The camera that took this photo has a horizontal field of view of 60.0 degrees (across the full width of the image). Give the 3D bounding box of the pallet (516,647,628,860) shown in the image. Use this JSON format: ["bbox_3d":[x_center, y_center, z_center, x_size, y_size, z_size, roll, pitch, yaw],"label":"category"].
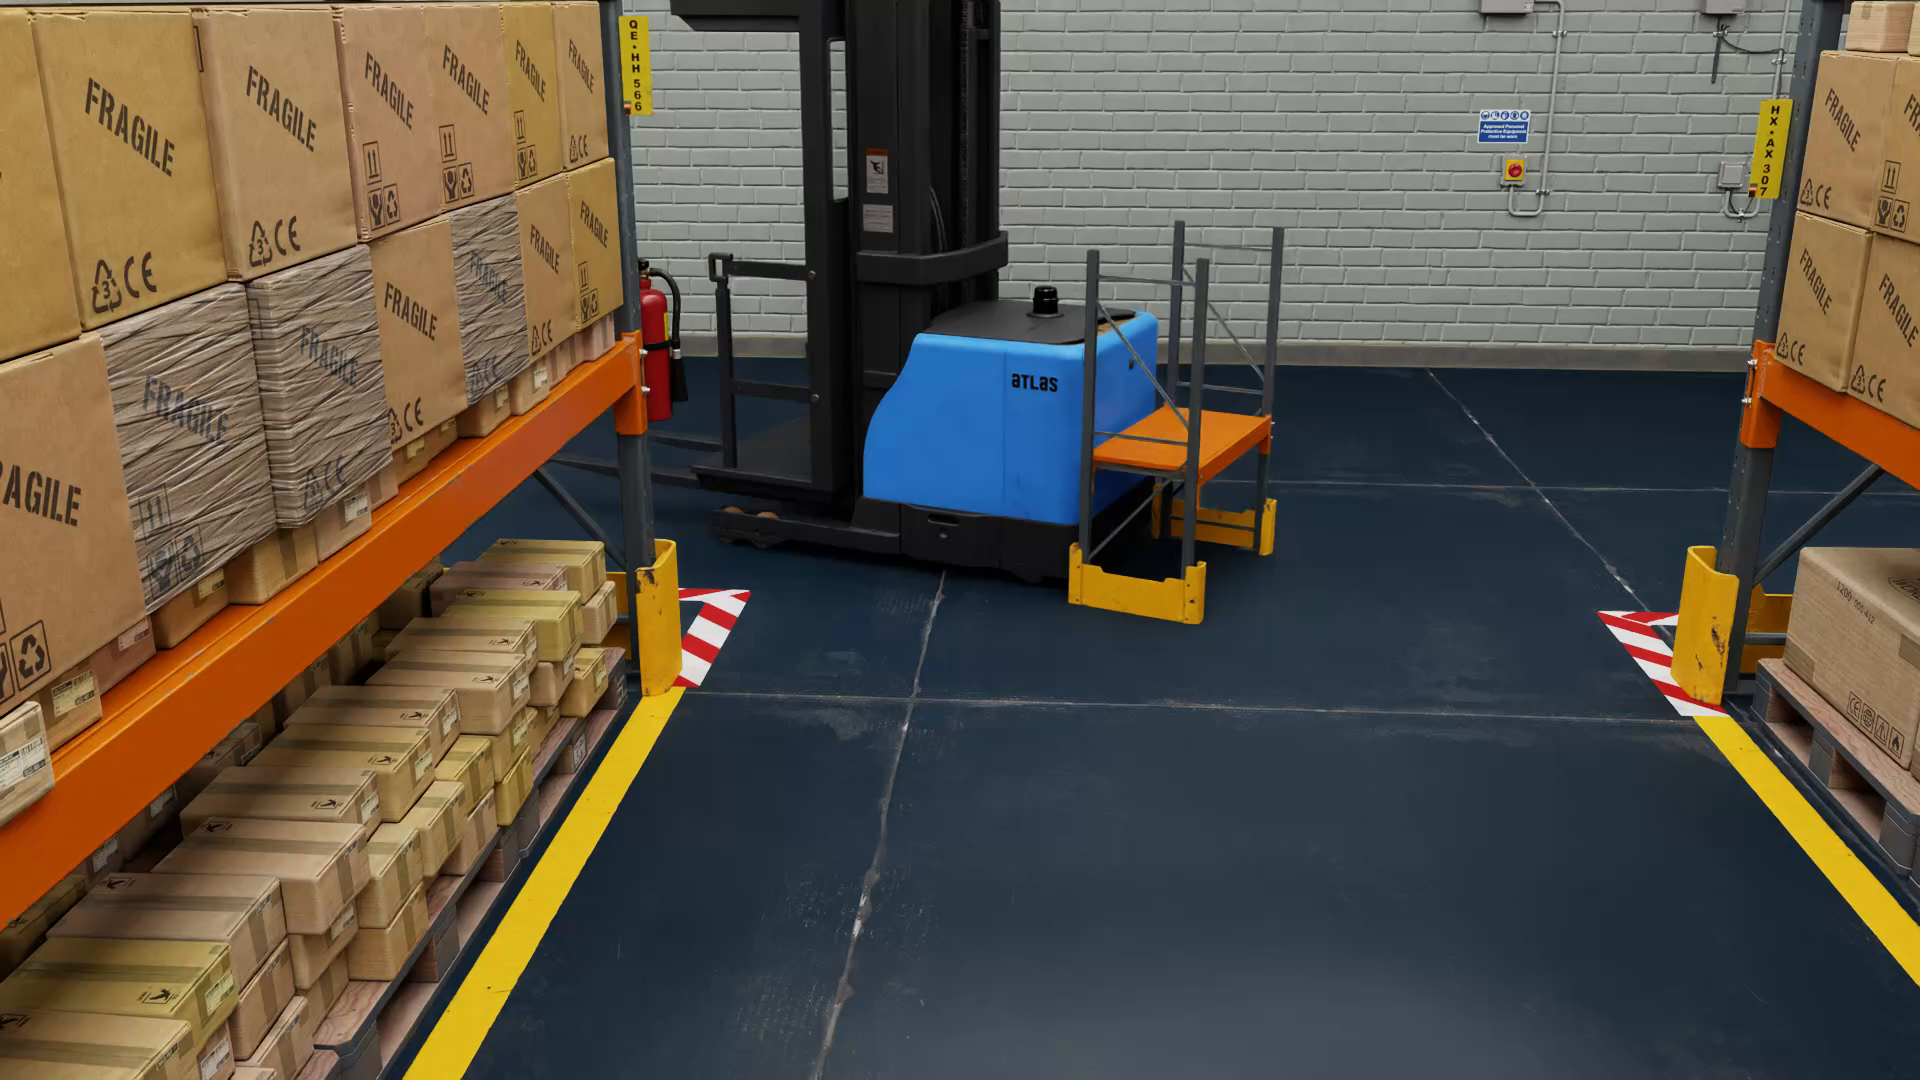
[{"bbox_3d":[-1.756,0.665,5.553,1.003,0.211,1.213,1,18,4],"label":"pallet"}]

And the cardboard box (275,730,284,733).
[{"bbox_3d":[-2.006,0.560,4.824,0.380,0.149,0.250,0,18,1],"label":"cardboard box"}]

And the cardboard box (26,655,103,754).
[{"bbox_3d":[-1.652,0.264,2.703,0.380,0.149,0.250,2,18,6],"label":"cardboard box"}]

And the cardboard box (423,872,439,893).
[{"bbox_3d":[-1.602,0.870,4.356,0.380,0.149,0.250,2,18,5],"label":"cardboard box"}]

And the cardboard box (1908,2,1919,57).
[{"bbox_3d":[2.905,-1.421,4.636,0.380,0.149,0.250,2,18,6],"label":"cardboard box"}]

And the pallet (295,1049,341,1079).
[{"bbox_3d":[-1.931,1.423,3.241,1.003,0.211,1.213,1,18,4],"label":"pallet"}]

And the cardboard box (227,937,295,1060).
[{"bbox_3d":[-1.666,0.975,3.557,0.380,0.149,0.250,0,18,1],"label":"cardboard box"}]

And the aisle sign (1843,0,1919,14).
[{"bbox_3d":[3.004,-2.120,5.401,0.394,0.787,0.004,1,18,4],"label":"aisle sign"}]

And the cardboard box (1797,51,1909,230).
[{"bbox_3d":[2.969,-1.236,5.111,0.500,0.500,0.500,1,18,3],"label":"cardboard box"}]

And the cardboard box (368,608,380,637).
[{"bbox_3d":[-2.079,0.256,5.272,0.380,0.149,0.250,1,18,4],"label":"cardboard box"}]

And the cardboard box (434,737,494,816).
[{"bbox_3d":[-1.507,0.651,4.545,0.380,0.149,0.250,2,18,7],"label":"cardboard box"}]

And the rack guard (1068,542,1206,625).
[{"bbox_3d":[0.737,0.179,6.969,0.587,0.250,0.087,9,20,25],"label":"rack guard"}]

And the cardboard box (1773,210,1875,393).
[{"bbox_3d":[2.967,-0.761,5.266,0.500,0.500,0.500,1,18,3],"label":"cardboard box"}]

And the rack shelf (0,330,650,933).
[{"bbox_3d":[-1.800,0.028,4.175,1.077,0.370,4.000,1,18,4],"label":"rack shelf"}]

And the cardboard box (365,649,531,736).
[{"bbox_3d":[-1.455,0.431,4.738,0.380,0.149,0.250,2,18,6],"label":"cardboard box"}]

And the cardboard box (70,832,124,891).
[{"bbox_3d":[-2.164,0.741,3.793,0.380,0.149,0.250,0,18,1],"label":"cardboard box"}]

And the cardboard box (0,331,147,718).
[{"bbox_3d":[-1.657,-0.030,2.558,0.500,0.500,0.500,1,18,3],"label":"cardboard box"}]

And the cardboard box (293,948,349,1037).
[{"bbox_3d":[-1.659,1.031,3.862,0.380,0.149,0.250,1,18,2],"label":"cardboard box"}]

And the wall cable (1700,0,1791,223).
[{"bbox_3d":[5.084,-3.062,10.820,0.588,1.984,0.122,1,18,4],"label":"wall cable"}]

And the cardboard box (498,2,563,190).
[{"bbox_3d":[-1.478,-1.294,4.810,0.500,0.500,0.500,1,18,2],"label":"cardboard box"}]

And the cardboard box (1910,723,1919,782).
[{"bbox_3d":[3.283,0.654,4.551,0.875,0.438,0.875,2,18,5],"label":"cardboard box"}]

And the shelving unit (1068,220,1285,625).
[{"bbox_3d":[0.965,-0.553,7.196,0.587,1.500,1.083,9,20,25],"label":"shelving unit"}]

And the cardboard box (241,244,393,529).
[{"bbox_3d":[-1.556,-0.339,3.502,0.500,0.500,0.500,1,18,3],"label":"cardboard box"}]

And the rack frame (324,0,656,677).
[{"bbox_3d":[-1.657,-0.935,5.959,1.000,3.000,0.127,1,18,4],"label":"rack frame"}]

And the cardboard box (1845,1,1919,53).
[{"bbox_3d":[2.986,-1.583,5.128,0.380,0.149,0.250,2,18,5],"label":"cardboard box"}]

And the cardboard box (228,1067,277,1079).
[{"bbox_3d":[-1.612,1.196,3.361,0.380,0.149,0.250,1,18,4],"label":"cardboard box"}]

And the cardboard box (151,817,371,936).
[{"bbox_3d":[-1.569,0.755,3.750,0.380,0.149,0.250,2,18,5],"label":"cardboard box"}]

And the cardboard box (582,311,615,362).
[{"bbox_3d":[-1.398,-0.708,5.670,0.380,0.149,0.250,1,18,4],"label":"cardboard box"}]

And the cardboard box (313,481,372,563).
[{"bbox_3d":[-1.551,-0.064,3.704,0.380,0.149,0.250,2,18,6],"label":"cardboard box"}]

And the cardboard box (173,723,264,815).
[{"bbox_3d":[-2.030,0.582,4.278,0.380,0.149,0.250,1,18,4],"label":"cardboard box"}]

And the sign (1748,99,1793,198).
[{"bbox_3d":[2.735,-1.319,5.614,0.100,0.325,0.005,1,18,4],"label":"sign"}]

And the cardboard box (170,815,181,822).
[{"bbox_3d":[-2.014,0.728,4.309,0.380,0.149,0.250,2,18,7],"label":"cardboard box"}]

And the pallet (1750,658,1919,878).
[{"bbox_3d":[3.309,0.719,5.388,1.003,0.211,1.213,1,18,4],"label":"pallet"}]

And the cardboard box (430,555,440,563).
[{"bbox_3d":[-2.033,0.093,5.771,0.380,0.149,0.250,0,18,1],"label":"cardboard box"}]

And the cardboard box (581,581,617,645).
[{"bbox_3d":[-1.410,0.249,5.771,0.380,0.149,0.250,1,18,2],"label":"cardboard box"}]

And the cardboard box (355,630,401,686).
[{"bbox_3d":[-1.956,0.398,5.318,0.380,0.149,0.250,2,18,5],"label":"cardboard box"}]

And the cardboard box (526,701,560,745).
[{"bbox_3d":[-1.509,0.551,5.329,0.380,0.149,0.250,1,18,4],"label":"cardboard box"}]

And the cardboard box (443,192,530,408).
[{"bbox_3d":[-1.501,-0.661,4.484,0.500,0.500,0.500,1,18,4],"label":"cardboard box"}]

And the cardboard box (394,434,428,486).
[{"bbox_3d":[-1.581,-0.227,4.202,0.380,0.149,0.250,2,18,5],"label":"cardboard box"}]

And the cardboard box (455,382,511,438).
[{"bbox_3d":[-1.500,-0.392,4.707,0.380,0.149,0.250,0,18,1],"label":"cardboard box"}]

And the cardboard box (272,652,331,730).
[{"bbox_3d":[-2.043,0.421,4.769,0.380,0.149,0.250,2,18,6],"label":"cardboard box"}]

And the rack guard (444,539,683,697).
[{"bbox_3d":[-1.662,0.277,6.276,1.175,0.500,0.348,1,18,4],"label":"rack guard"}]

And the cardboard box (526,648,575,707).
[{"bbox_3d":[-1.445,0.411,5.279,0.380,0.149,0.250,1,18,2],"label":"cardboard box"}]

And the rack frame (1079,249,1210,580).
[{"bbox_3d":[0.732,-0.409,6.757,0.500,1.500,0.032,9,20,25],"label":"rack frame"}]

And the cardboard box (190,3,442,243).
[{"bbox_3d":[-1.541,-0.968,3.815,0.500,0.500,0.500,1,18,2],"label":"cardboard box"}]

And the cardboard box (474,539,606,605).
[{"bbox_3d":[-1.442,0.108,5.726,0.380,0.149,0.250,1,18,5],"label":"cardboard box"}]

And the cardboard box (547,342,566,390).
[{"bbox_3d":[-1.456,-0.553,5.198,0.380,0.149,0.250,1,18,3],"label":"cardboard box"}]

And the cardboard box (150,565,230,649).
[{"bbox_3d":[-1.660,0.096,3.216,0.380,0.149,0.250,0,18,1],"label":"cardboard box"}]

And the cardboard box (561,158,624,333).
[{"bbox_3d":[-1.432,-0.978,5.454,0.500,0.500,0.500,2,18,5],"label":"cardboard box"}]

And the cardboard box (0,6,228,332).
[{"bbox_3d":[-1.646,-0.653,2.853,0.500,0.500,0.500,1,18,2],"label":"cardboard box"}]

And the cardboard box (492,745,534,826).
[{"bbox_3d":[-1.469,0.708,4.848,0.380,0.149,0.250,0,18,1],"label":"cardboard box"}]

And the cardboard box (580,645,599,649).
[{"bbox_3d":[-1.486,0.388,5.824,0.380,0.149,0.250,2,18,5],"label":"cardboard box"}]

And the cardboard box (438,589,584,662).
[{"bbox_3d":[-1.409,0.268,5.237,0.380,0.149,0.250,1,18,3],"label":"cardboard box"}]

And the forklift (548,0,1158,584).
[{"bbox_3d":[-0.626,-1.496,7.781,3.031,2.935,1.130,8,20,24],"label":"forklift"}]

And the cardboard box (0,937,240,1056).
[{"bbox_3d":[-1.664,0.914,3.266,0.380,0.149,0.250,1,18,3],"label":"cardboard box"}]

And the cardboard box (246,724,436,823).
[{"bbox_3d":[-1.575,0.593,4.245,0.380,0.149,0.250,1,18,4],"label":"cardboard box"}]

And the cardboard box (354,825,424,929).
[{"bbox_3d":[-1.541,0.813,4.050,0.380,0.149,0.250,1,18,3],"label":"cardboard box"}]
